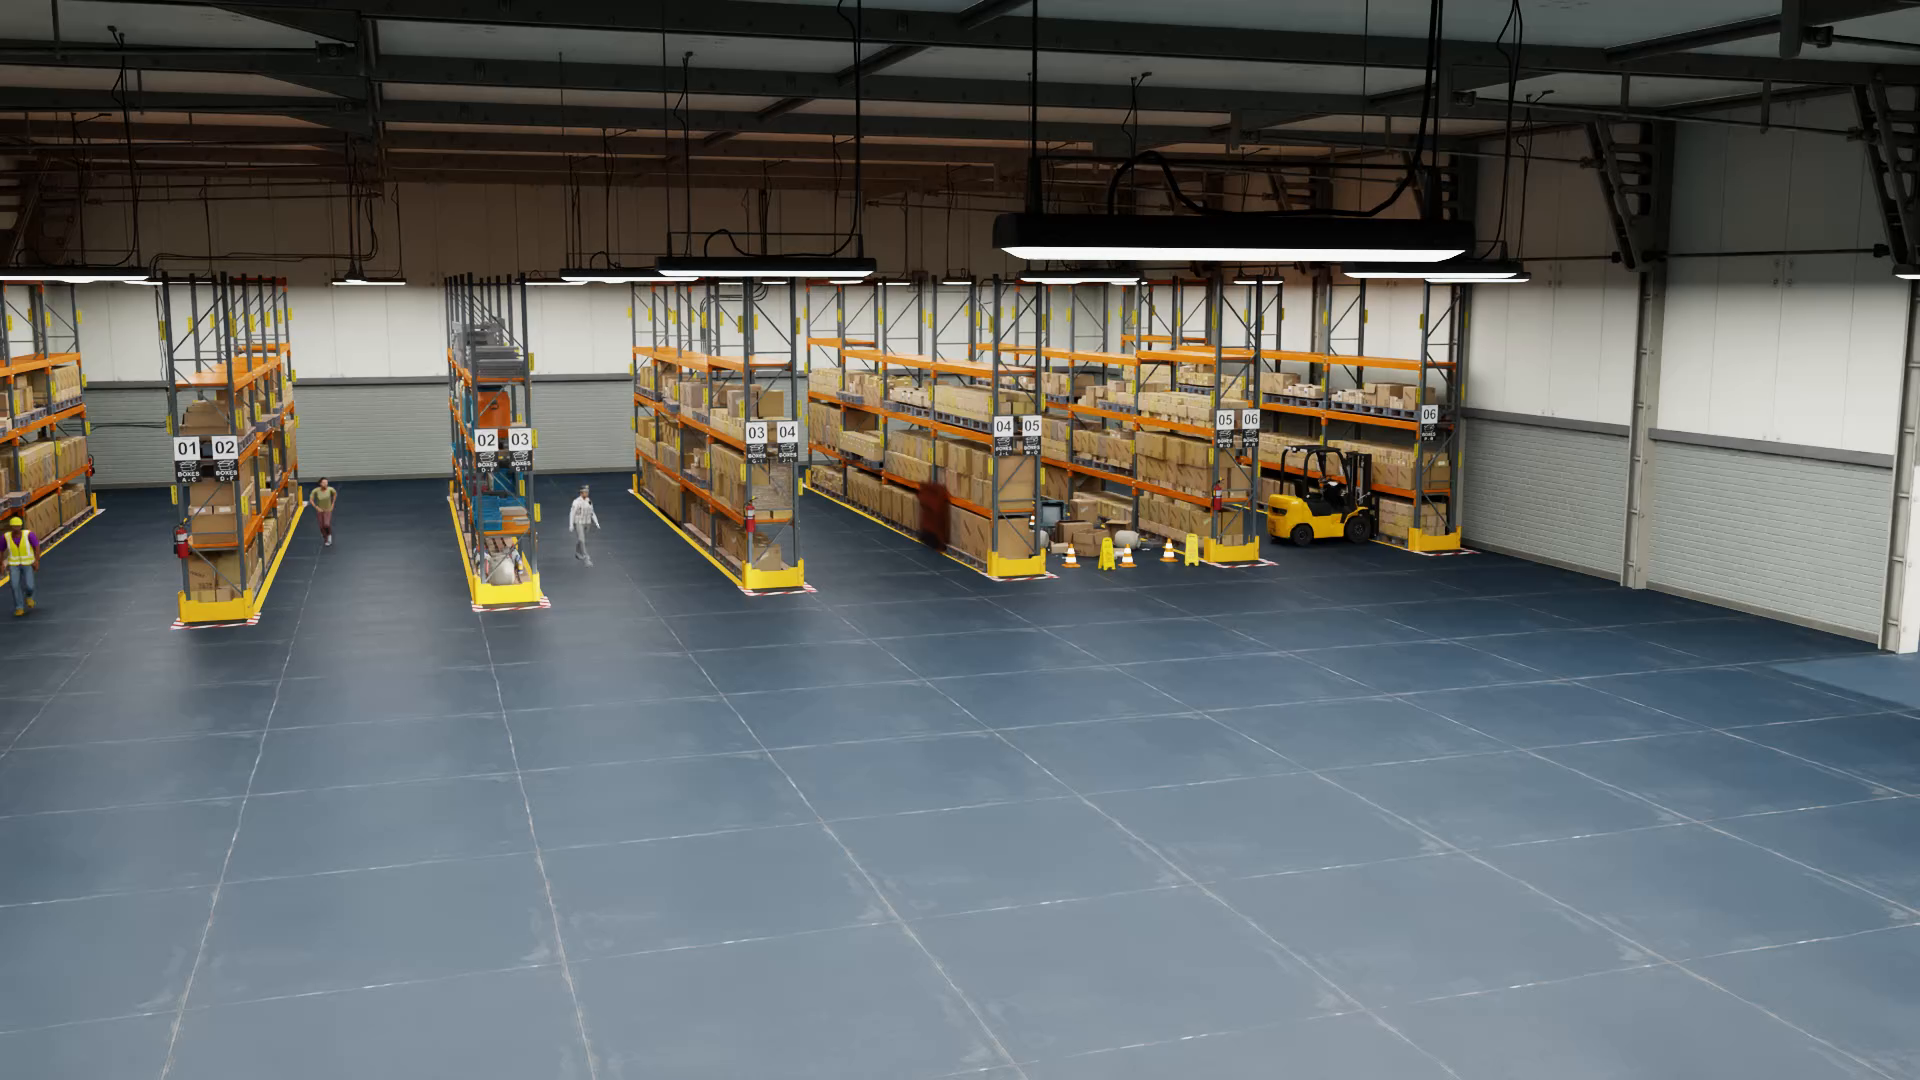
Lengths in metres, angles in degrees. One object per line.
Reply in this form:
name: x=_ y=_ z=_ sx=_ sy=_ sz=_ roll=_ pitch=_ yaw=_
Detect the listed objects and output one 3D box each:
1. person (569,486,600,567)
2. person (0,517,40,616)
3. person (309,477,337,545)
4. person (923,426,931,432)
person: x=-7.835 y=-0.327 z=34.705 sx=0.577 sy=1.641 sz=0.959 roll=-8 pitch=12 yaw=-43
person: x=-16.666 y=0.436 z=29.484 sx=0.658 sy=1.745 sz=0.655 roll=-4 pitch=10 yaw=-25
person: x=-14.218 y=-0.648 z=37.183 sx=0.530 sy=1.571 sz=0.685 roll=-1 pitch=9 yaw=-9
person: x=-1.070 y=-2.972 z=51.961 sx=0.482 sy=1.705 sz=0.636 roll=-7 pitch=11 yaw=-37
